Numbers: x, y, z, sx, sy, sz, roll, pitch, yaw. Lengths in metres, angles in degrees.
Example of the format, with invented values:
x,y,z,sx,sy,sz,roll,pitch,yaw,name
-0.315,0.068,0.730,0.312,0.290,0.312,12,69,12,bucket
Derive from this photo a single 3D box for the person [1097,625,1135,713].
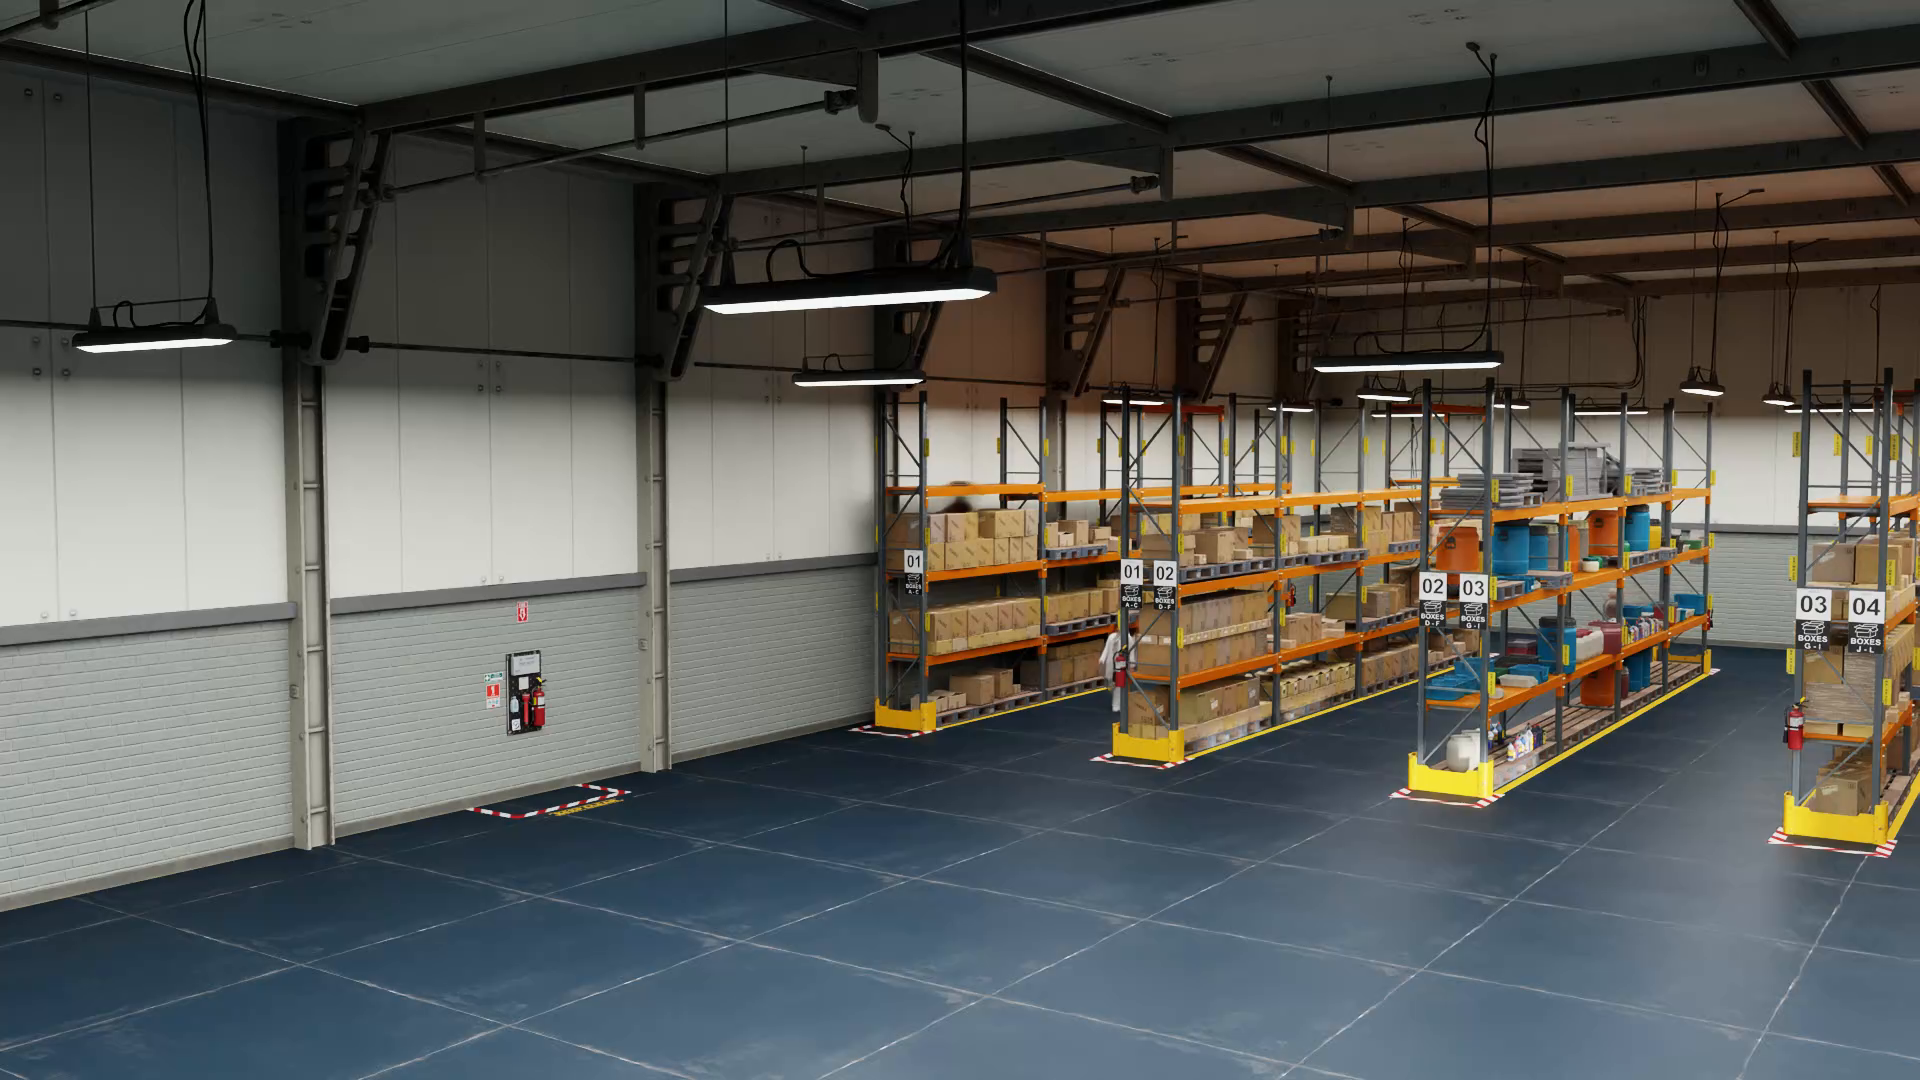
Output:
x,y,z,sx,sy,sz,roll,pitch,yaw,name
2.994,2.390,31.663,0.699,1.720,1.085,1,3,22,person

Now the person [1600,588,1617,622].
x,y,z,sx,sy,sz,roll,pitch,yaw,name
15.040,1.977,38.420,0.625,1.761,0.637,-1,3,-20,person
